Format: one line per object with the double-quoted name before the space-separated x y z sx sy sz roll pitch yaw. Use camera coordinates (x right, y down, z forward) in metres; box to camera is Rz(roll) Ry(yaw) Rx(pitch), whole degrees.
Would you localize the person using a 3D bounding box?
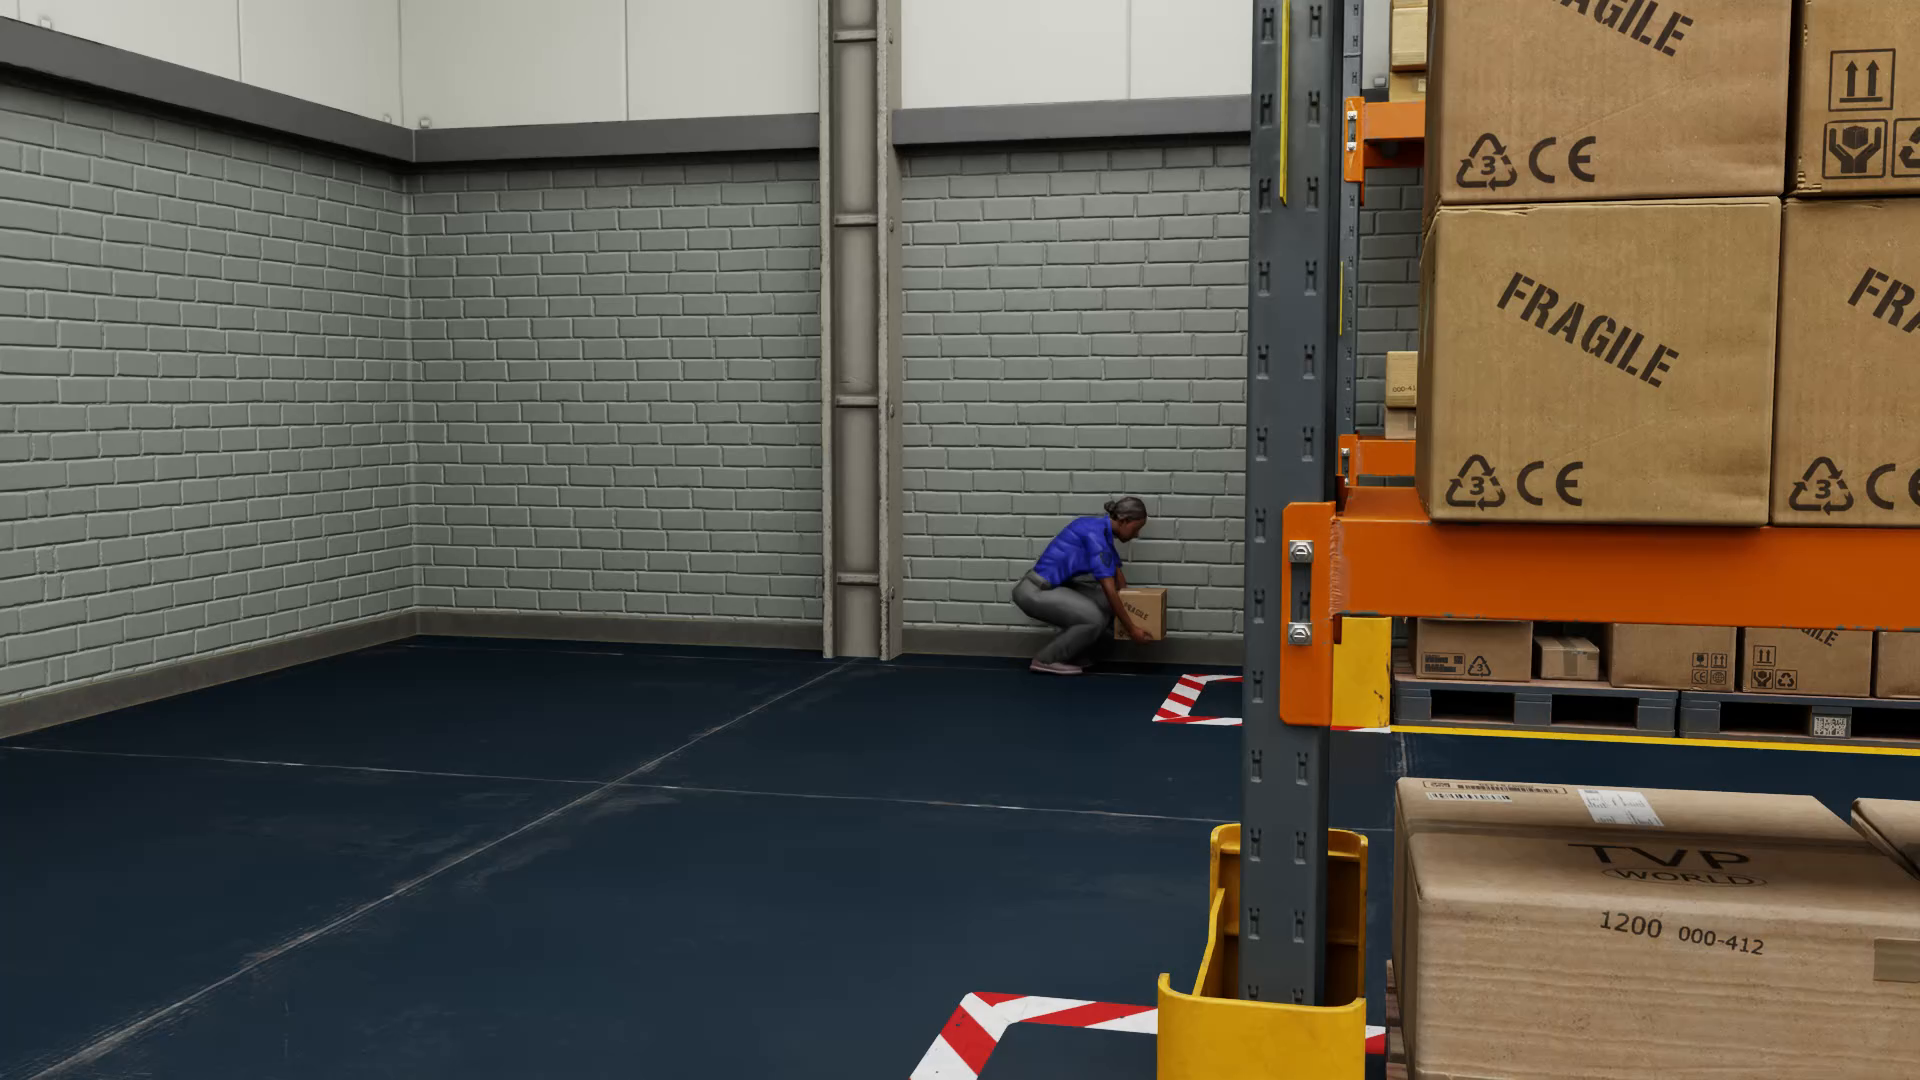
"person" 0.684 0.248 9.066 0.790 0.965 0.463 1 5 12
